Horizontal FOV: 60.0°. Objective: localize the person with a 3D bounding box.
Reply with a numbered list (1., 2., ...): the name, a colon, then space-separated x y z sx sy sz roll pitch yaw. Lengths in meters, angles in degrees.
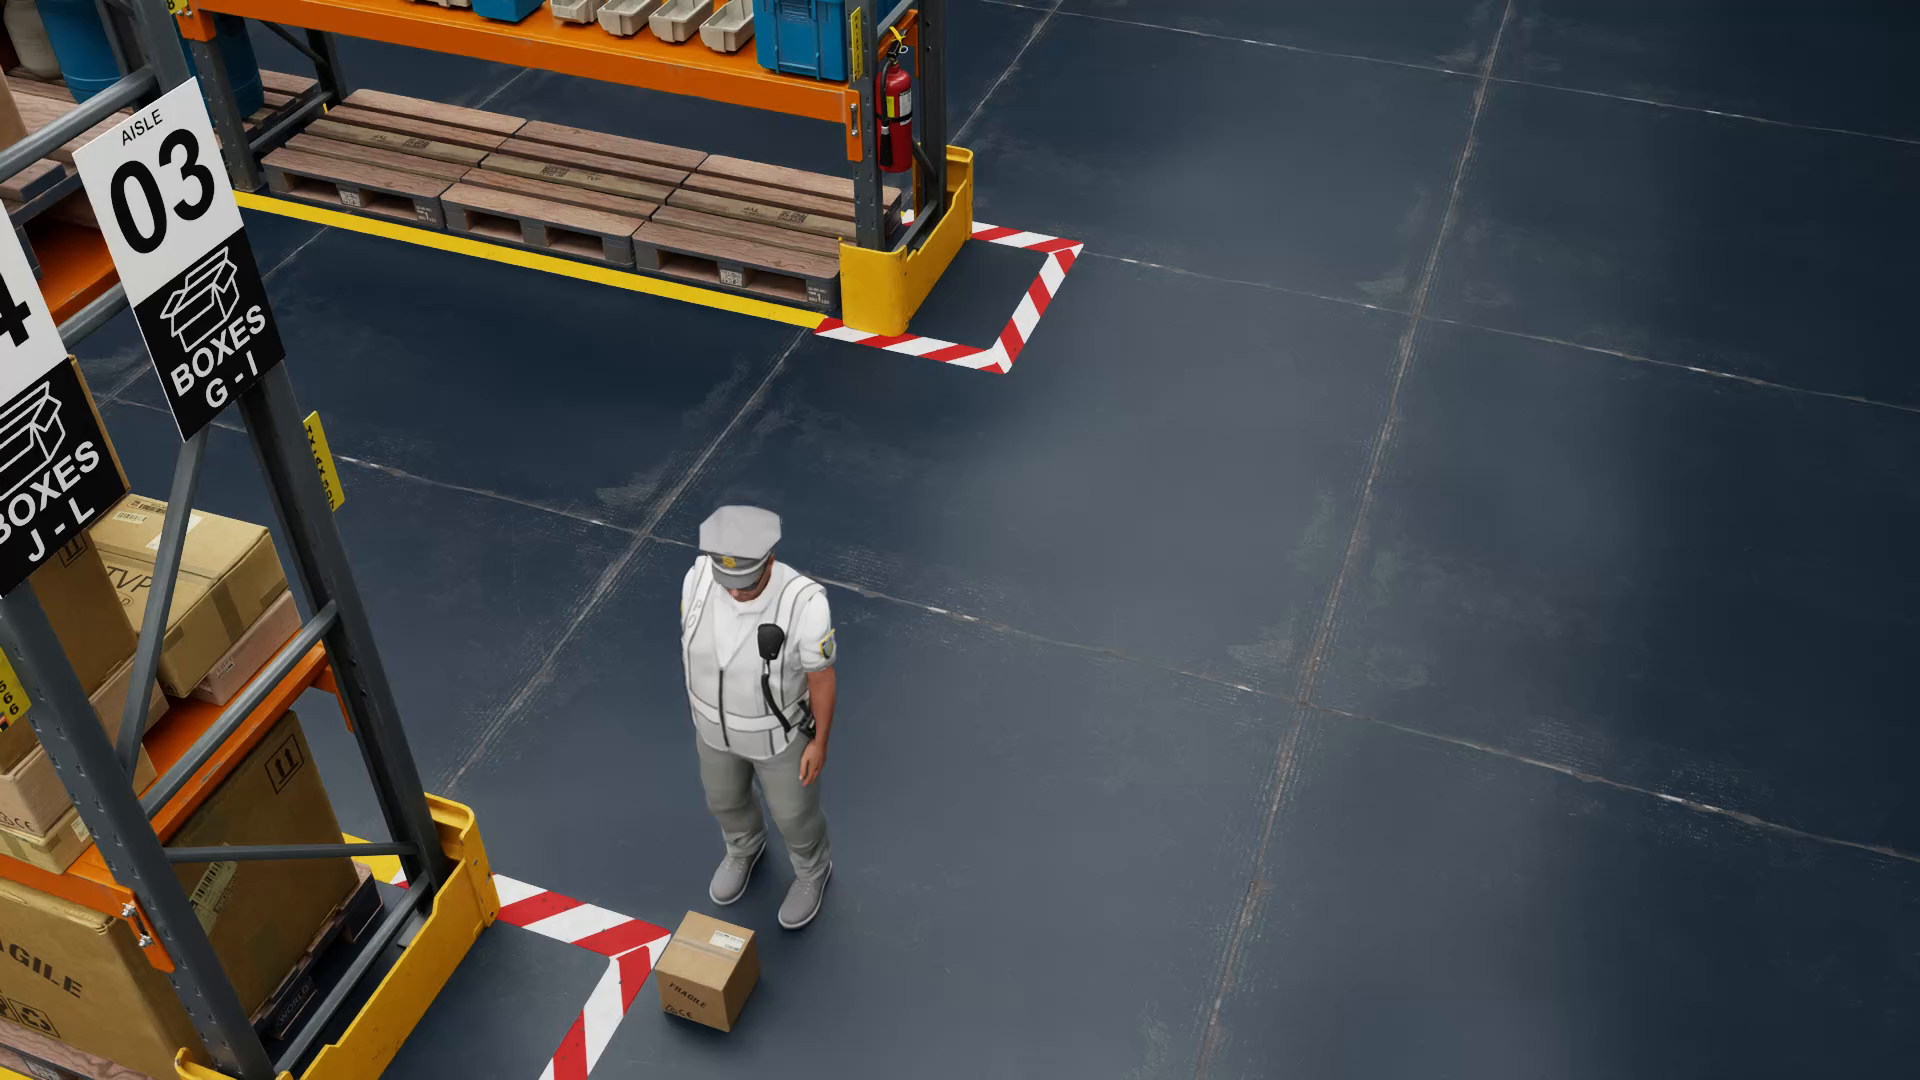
1. person: -0.653 0.601 5.483 0.530 1.743 0.391 14 43 16
